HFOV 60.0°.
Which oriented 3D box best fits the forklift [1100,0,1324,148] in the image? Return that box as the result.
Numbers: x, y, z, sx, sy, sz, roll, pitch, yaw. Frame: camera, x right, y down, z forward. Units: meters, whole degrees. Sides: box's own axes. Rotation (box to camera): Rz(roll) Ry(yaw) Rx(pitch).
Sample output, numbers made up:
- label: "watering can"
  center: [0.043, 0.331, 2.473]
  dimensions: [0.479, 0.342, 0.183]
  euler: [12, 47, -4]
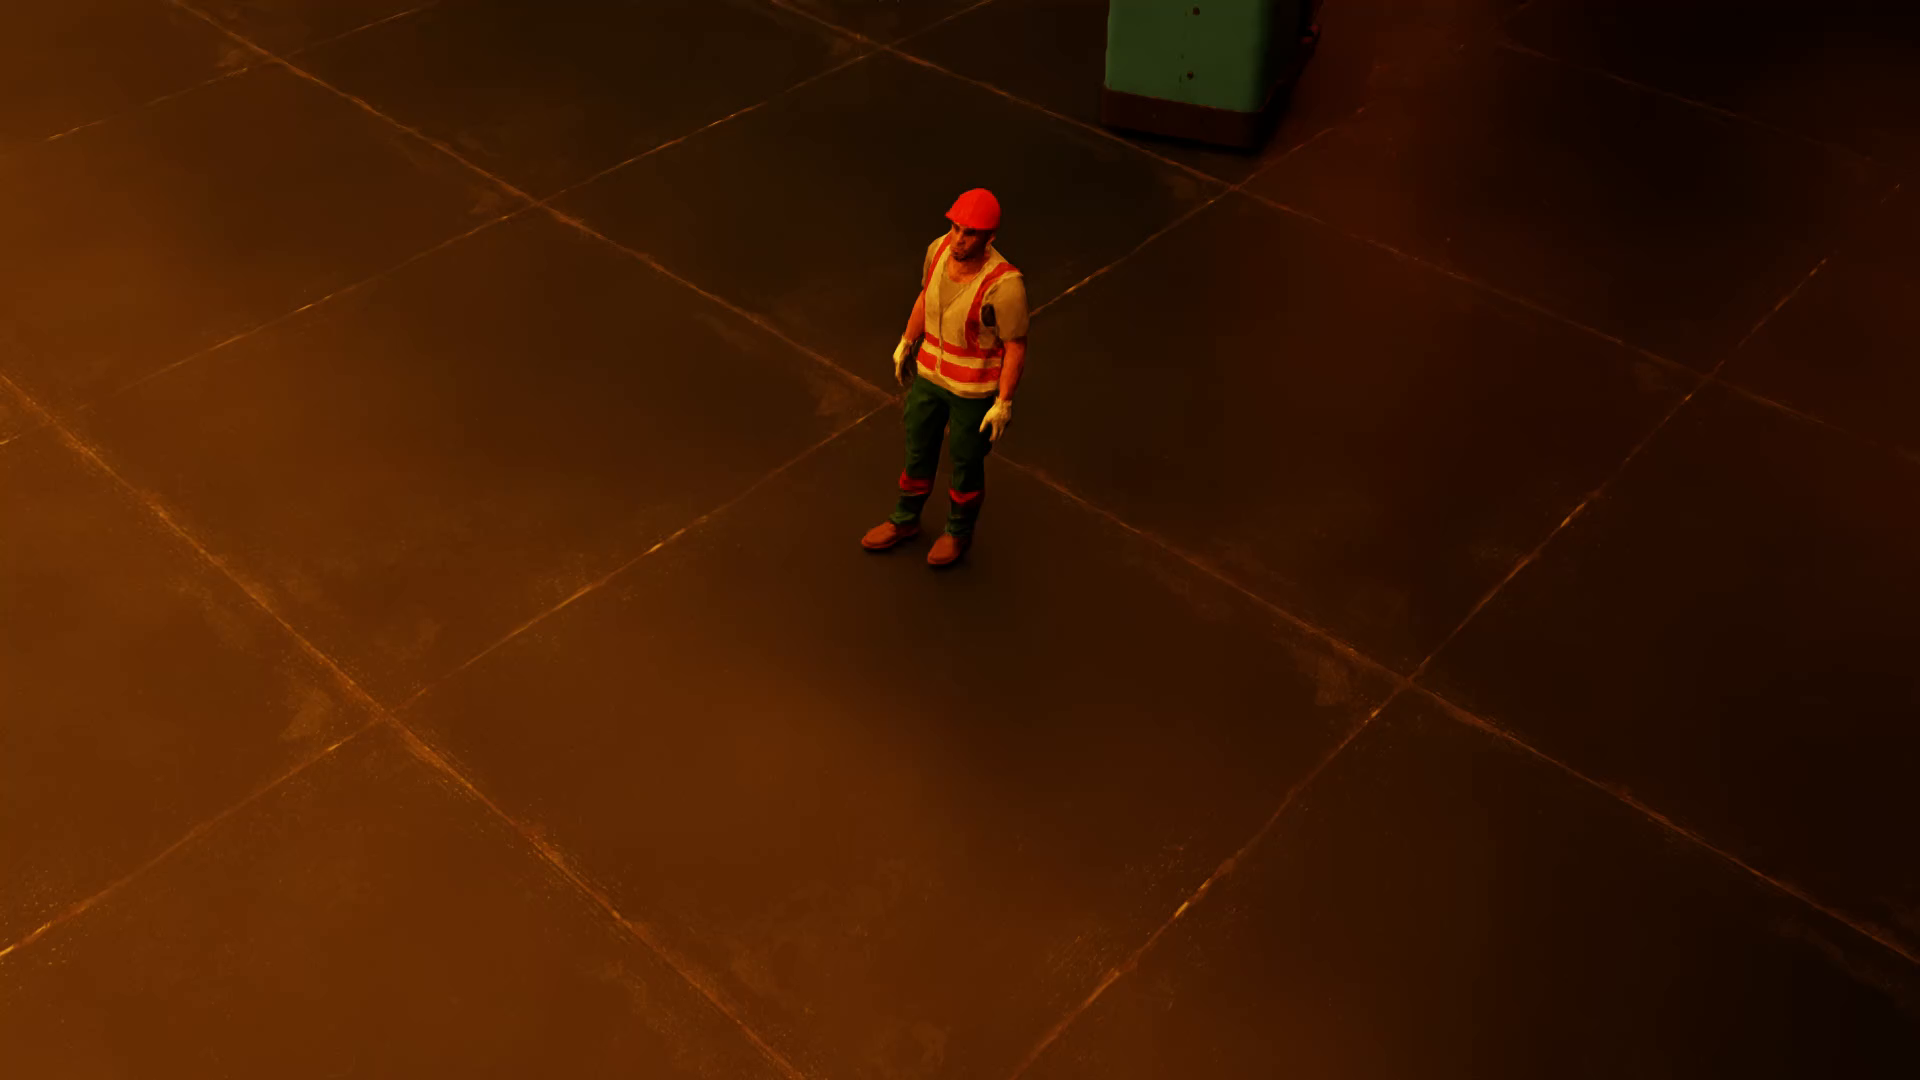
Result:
- label: "forklift"
  center: [1.902, -4.538, 10.718]
  dimensions: [1.130, 2.935, 3.031]
  euler: [14, 43, 16]

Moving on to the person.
- label: "person"
  center: [-0.063, -0.650, 7.053]
  dimensions: [0.637, 1.787, 0.563]
  euler: [31, 49, 31]
